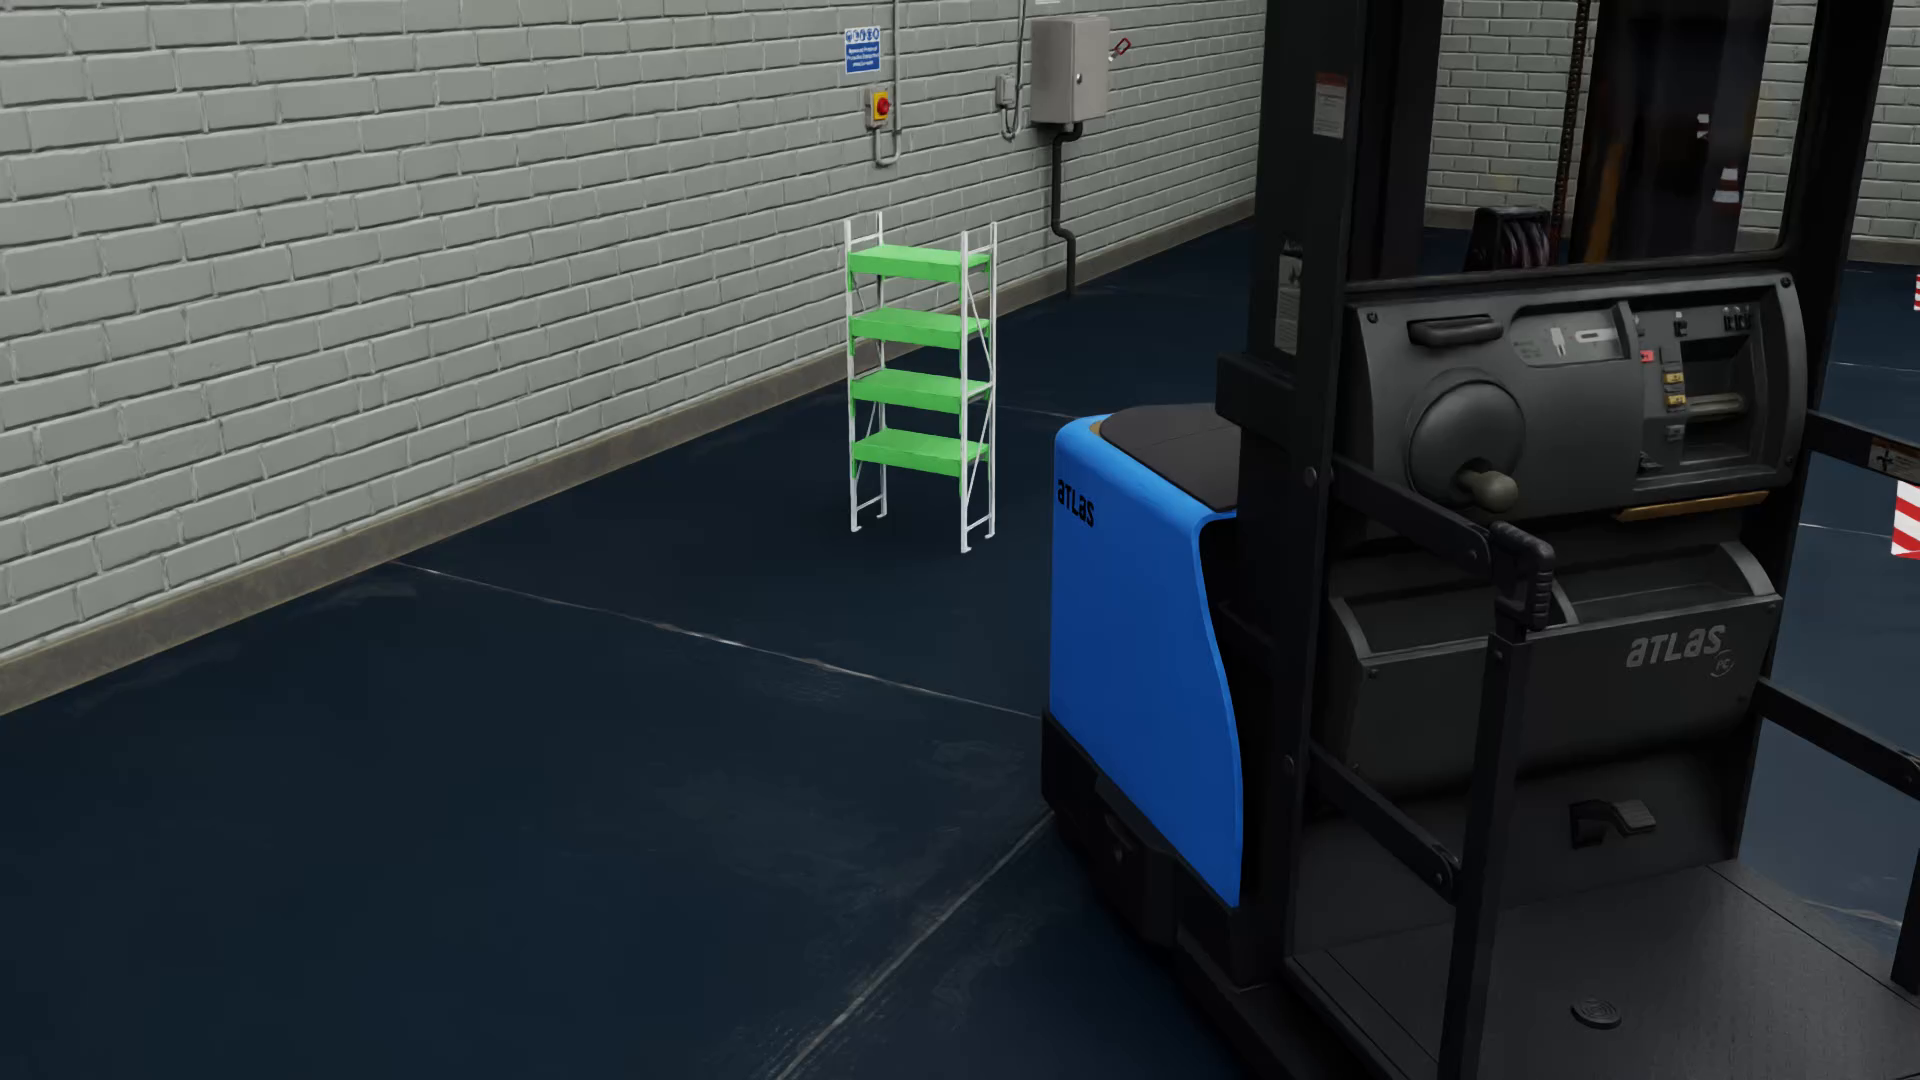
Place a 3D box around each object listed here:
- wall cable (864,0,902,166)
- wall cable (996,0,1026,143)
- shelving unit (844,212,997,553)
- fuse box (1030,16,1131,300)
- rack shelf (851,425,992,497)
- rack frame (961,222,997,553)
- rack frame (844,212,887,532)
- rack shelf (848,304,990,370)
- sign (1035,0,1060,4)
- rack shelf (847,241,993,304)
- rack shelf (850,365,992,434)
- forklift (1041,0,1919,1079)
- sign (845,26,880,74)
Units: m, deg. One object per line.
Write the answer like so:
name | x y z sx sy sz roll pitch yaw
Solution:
wall cable | -0.412 -2.839 8.258 0.123 1.953 0.585 11 23 27
wall cable | 0.269 -3.249 9.433 0.122 1.984 0.588 11 23 27
shelving unit | -0.145 -0.592 6.236 0.503 1.200 0.258 11 23 27
fuse box | 0.740 -2.343 10.314 0.414 1.711 0.539 11 23 27
rack shelf | -0.145 -0.306 6.340 0.480 0.148 0.258 11 23 27
rack frame | 0.069 -0.551 6.125 0.015 1.200 0.240 11 23 27
rack frame | -0.358 -0.632 6.348 0.015 1.200 0.240 11 23 27
rack shelf | -0.145 -0.757 6.176 0.480 0.148 0.258 11 23 27
sign | 0.532 -3.354 10.003 0.001 0.242 0.339 11 23 27
rack shelf | -0.145 -0.983 6.095 0.480 0.148 0.258 11 23 27
rack shelf | -0.145 -0.532 6.258 0.480 0.148 0.258 11 23 27
forklift | 1.186 -0.248 2.751 1.130 2.935 3.031 -7 21 -18
sign | -0.489 -2.470 8.379 0.001 0.218 0.327 11 23 27
